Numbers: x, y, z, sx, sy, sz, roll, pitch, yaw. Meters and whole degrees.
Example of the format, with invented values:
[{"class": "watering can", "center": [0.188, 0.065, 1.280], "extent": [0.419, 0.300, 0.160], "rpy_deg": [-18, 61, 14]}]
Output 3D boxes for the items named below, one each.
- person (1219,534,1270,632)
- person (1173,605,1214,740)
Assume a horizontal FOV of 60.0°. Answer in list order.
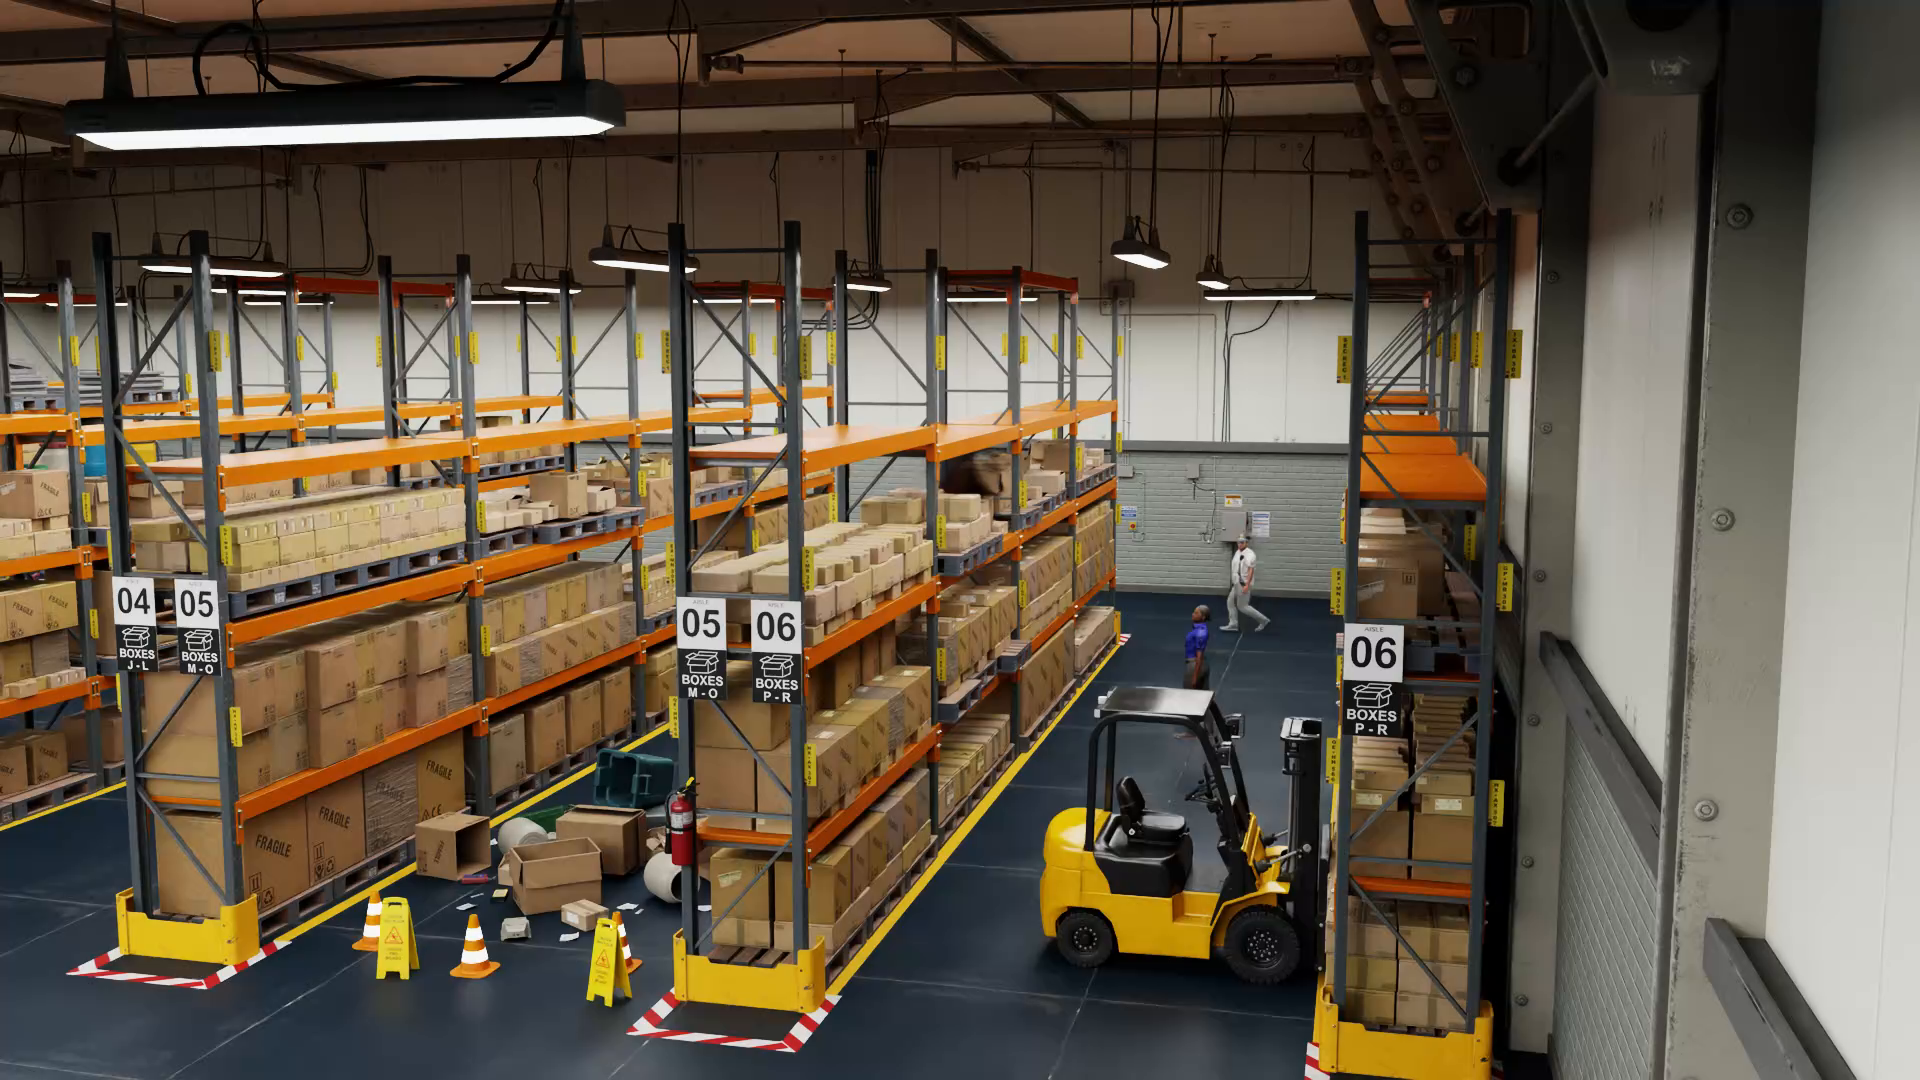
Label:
[{"class": "person", "center": [4.992, 0.746, 29.089], "extent": [0.866, 1.721, 0.554], "rpy_deg": [1, 7, 9]}, {"class": "person", "center": [2.865, 1.604, 20.192], "extent": [0.435, 1.652, 0.491], "rpy_deg": [4, 8, 30]}]
